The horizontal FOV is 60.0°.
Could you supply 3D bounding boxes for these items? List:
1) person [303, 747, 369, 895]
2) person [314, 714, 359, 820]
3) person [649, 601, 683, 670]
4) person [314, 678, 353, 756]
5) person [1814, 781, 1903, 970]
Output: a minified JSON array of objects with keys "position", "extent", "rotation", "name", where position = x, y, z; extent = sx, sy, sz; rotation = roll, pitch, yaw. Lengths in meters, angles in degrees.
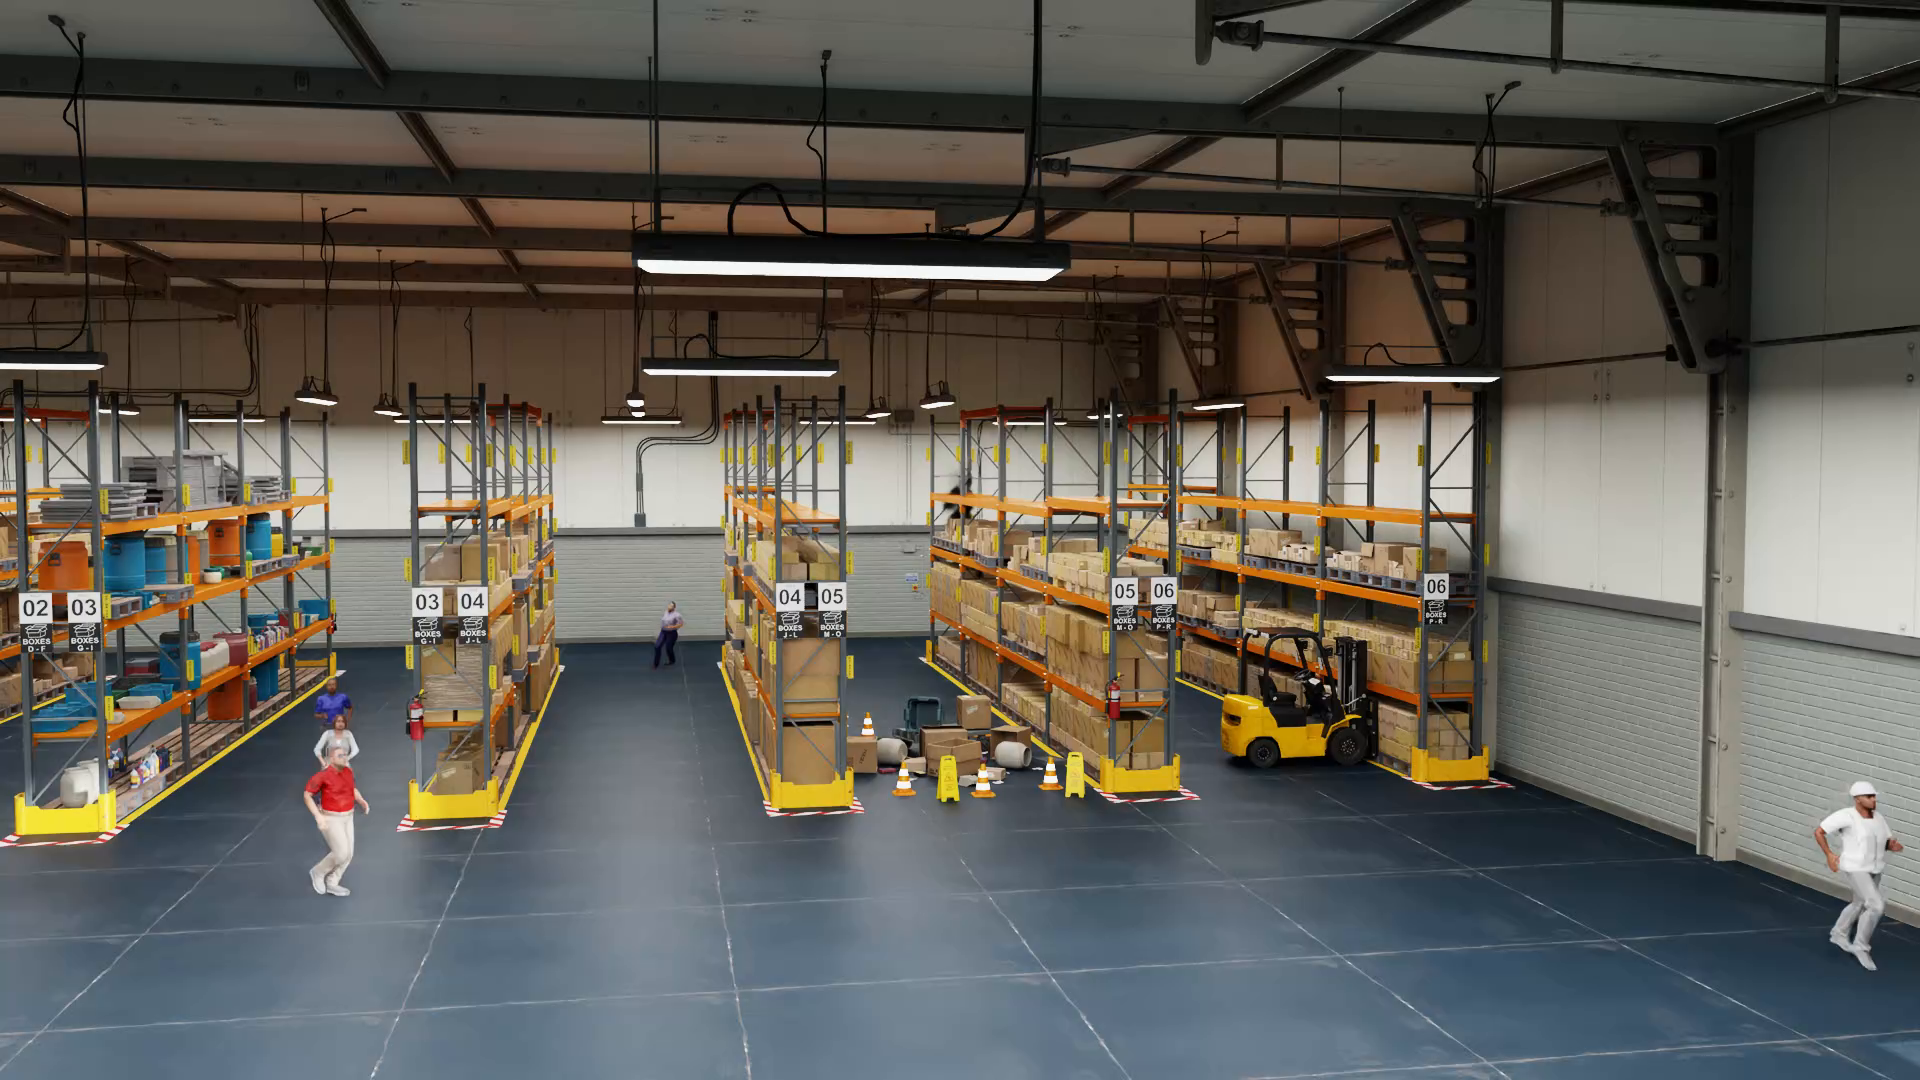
[{"position":[-7.066,3.197,18.933],"extent":[0.594,1.694,0.675],"rotation":[1,3,20],"name":"person"},{"position":[-8.389,3.108,22.433],"extent":[0.556,1.529,0.481],"rotation":[-2,3,-32],"name":"person"},{"position":[-6.816,2.250,39.116],"extent":[0.726,1.627,0.800],"rotation":[1,3,22],"name":"person"},{"position":[-9.427,2.924,25.035],"extent":[0.555,1.671,0.660],"rotation":[-1,3,-18],"name":"person"},{"position":[8.908,3.291,16.408],"extent":[0.669,1.823,0.751],"rotation":[-1,3,-25],"name":"person"}]
